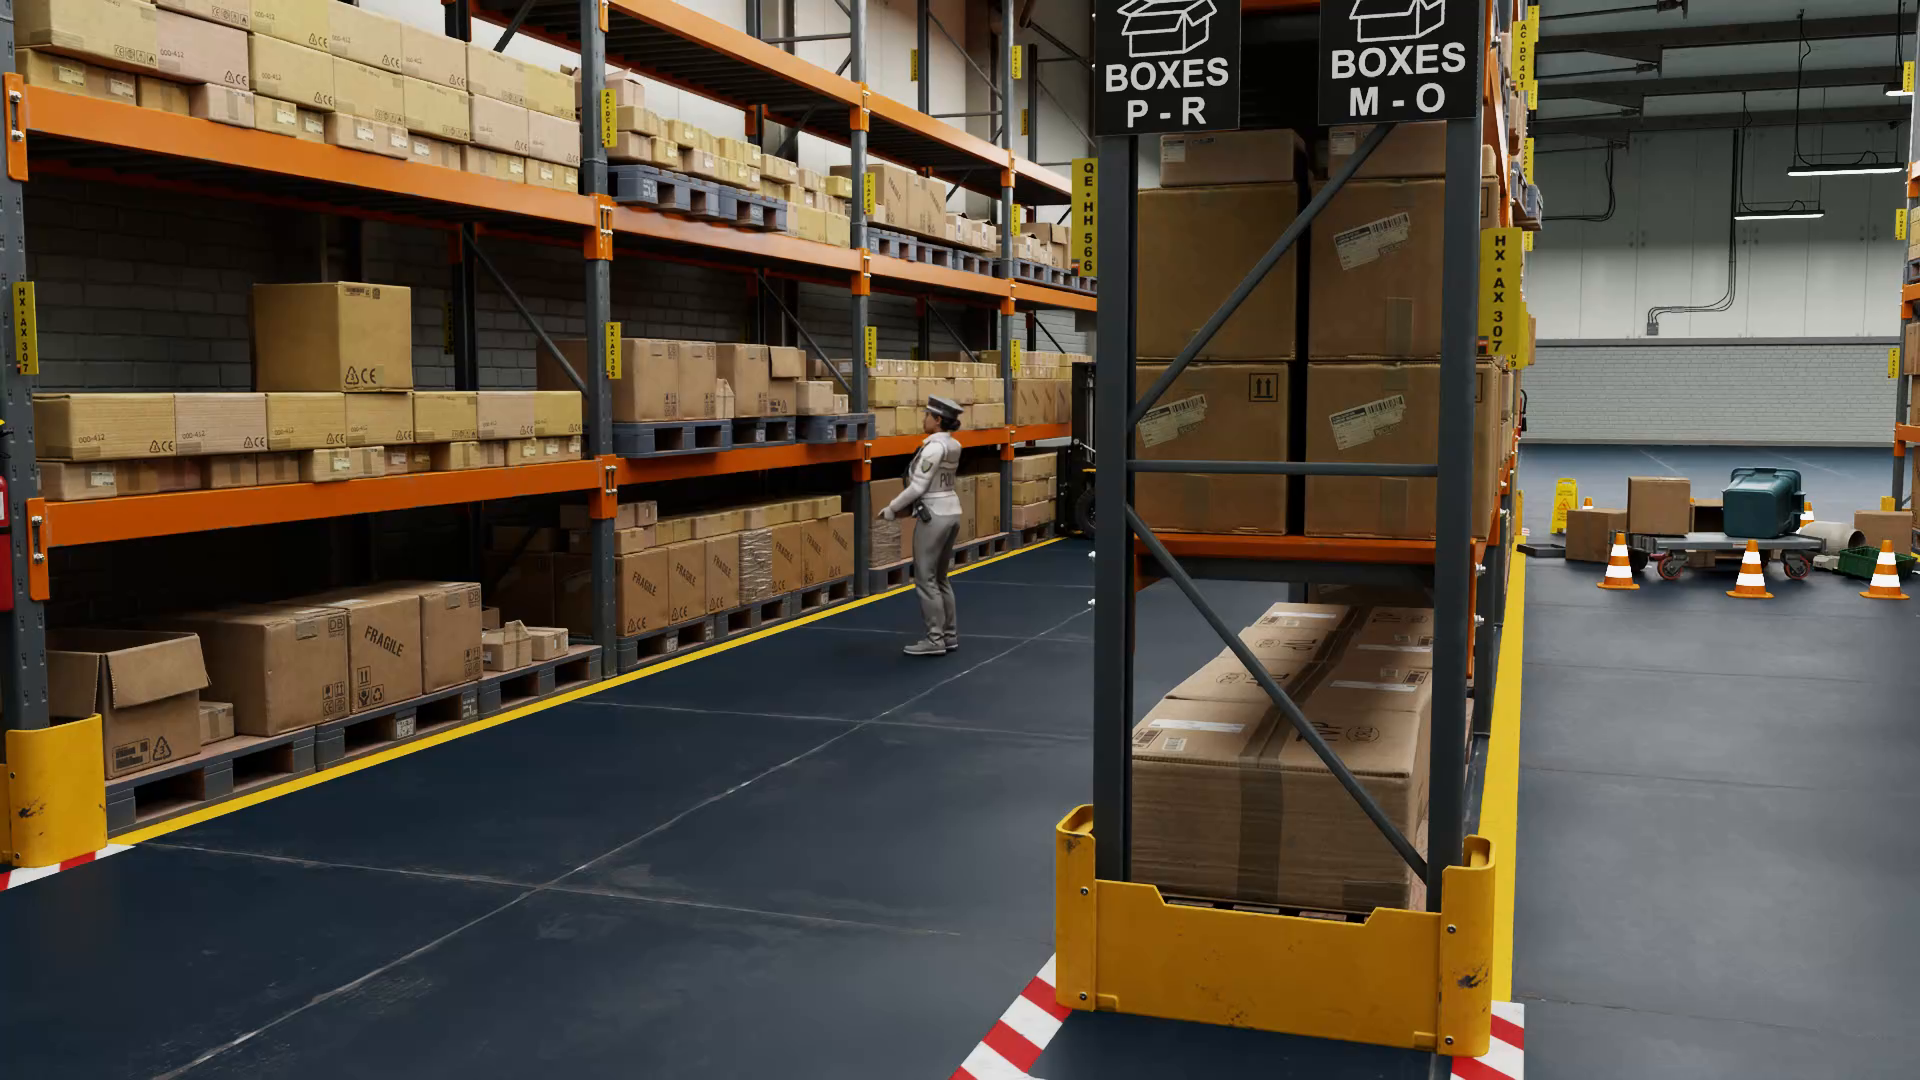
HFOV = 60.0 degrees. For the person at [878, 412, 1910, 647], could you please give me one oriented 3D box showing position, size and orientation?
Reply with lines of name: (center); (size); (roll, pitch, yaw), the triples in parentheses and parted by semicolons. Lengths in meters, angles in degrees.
person: (3.635, -0.499, 12.171); (6.880, 2.202, 5.657); (2, 6, 19)
